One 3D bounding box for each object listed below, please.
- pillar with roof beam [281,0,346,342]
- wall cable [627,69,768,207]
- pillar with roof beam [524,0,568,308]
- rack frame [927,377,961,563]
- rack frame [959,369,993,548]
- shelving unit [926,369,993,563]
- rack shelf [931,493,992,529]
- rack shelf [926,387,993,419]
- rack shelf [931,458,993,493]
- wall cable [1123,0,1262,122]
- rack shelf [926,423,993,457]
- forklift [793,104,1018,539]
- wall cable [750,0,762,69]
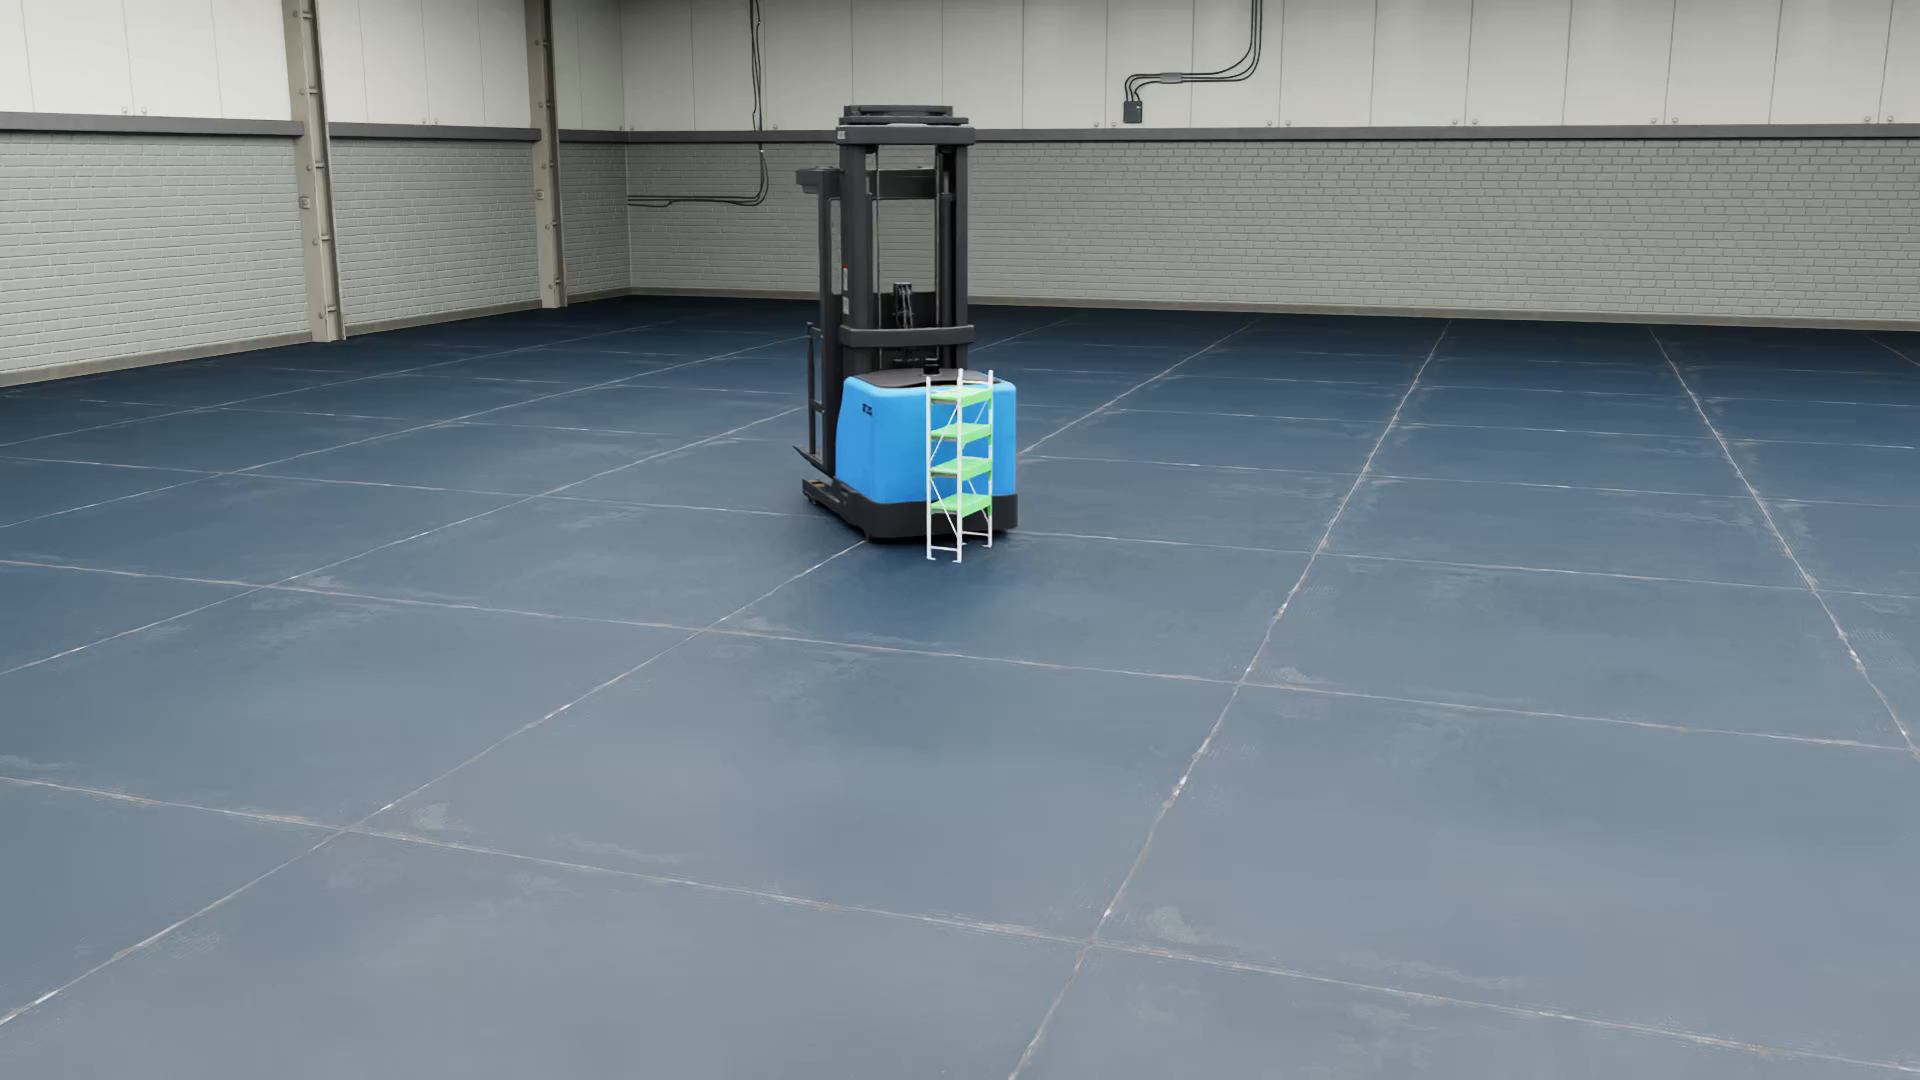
[{"bbox_3d":[-5.131,-6.986,21.874,9.100,9.000,0.400,4,14,18],"label":"pillar with roof beam"},{"bbox_3d":[-5.059,-7.571,31.413,3.097,2.526,0.112,4,14,18],"label":"wall cable"},{"bbox_3d":[-3.190,-8.250,27.409,9.100,9.000,0.400,4,14,18],"label":"pillar with roof beam"},{"bbox_3d":[-0.103,-0.447,10.752,0.240,1.200,0.015,6,14,24],"label":"rack frame"},{"bbox_3d":[0.104,-0.546,11.182,0.240,1.200,0.015,6,14,24],"label":"rack frame"},{"bbox_3d":[0.001,-0.497,10.967,0.258,1.200,0.503,6,14,24],"label":"shelving unit"},{"bbox_3d":[0.001,-0.200,11.035,0.258,0.148,0.480,6,14,24],"label":"rack shelf"},{"bbox_3d":[0.001,-0.902,10.874,0.258,0.148,0.480,6,14,24],"label":"rack shelf"},{"bbox_3d":[0.001,-0.434,10.981,0.258,0.148,0.480,6,14,24],"label":"rack shelf"},{"bbox_3d":[3.918,-10.056,27.680,2.305,6.003,0.169,4,14,18],"label":"wall cable"},{"bbox_3d":[0.001,-0.668,10.928,0.258,0.148,0.480,6,14,24],"label":"rack shelf"},{"bbox_3d":[-0.574,-1.719,12.432,1.130,2.935,3.031,-5,14,-19],"label":"forklift"},{"bbox_3d":[-2.499,-9.838,29.997,3.097,2.526,0.112,4,14,18],"label":"wall cable"}]
